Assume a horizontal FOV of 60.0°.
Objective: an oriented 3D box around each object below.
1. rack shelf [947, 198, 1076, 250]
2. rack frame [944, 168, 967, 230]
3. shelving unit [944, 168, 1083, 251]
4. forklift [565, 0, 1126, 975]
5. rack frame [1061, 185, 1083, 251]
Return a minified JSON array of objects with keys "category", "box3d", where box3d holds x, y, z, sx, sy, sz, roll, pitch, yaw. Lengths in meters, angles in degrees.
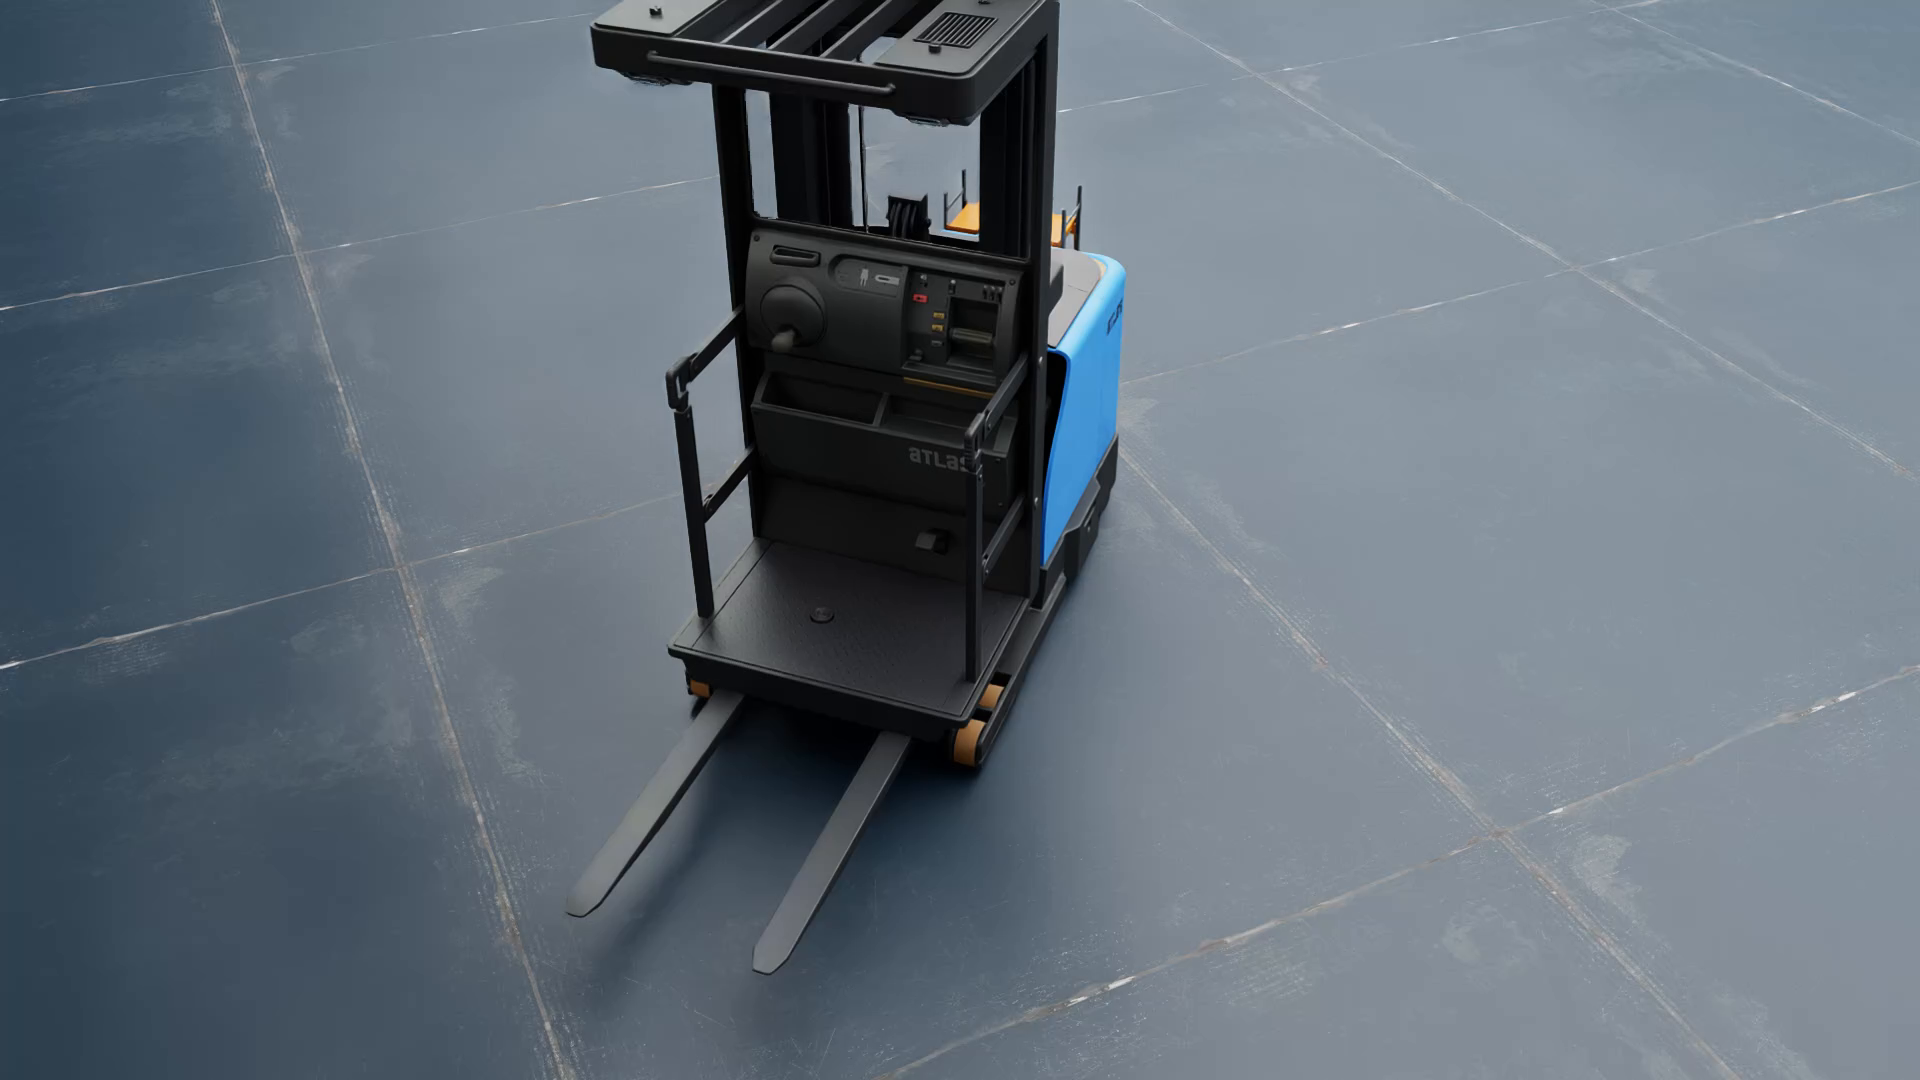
[{"category":"rack shelf","box3d":[0.213,-1.234,6.747,0.480,0.148,0.258,12,38,16]},{"category":"rack frame","box3d":[-0.017,-0.968,7.047,0.015,1.200,0.240,12,38,16]},{"category":"shelving unit","box3d":[0.213,-0.919,6.981,0.503,1.200,0.258,12,38,16]},{"category":"forklift","box3d":[-0.330,-0.680,5.207,1.130,2.935,3.031,12,38,16]},{"category":"rack frame","box3d":[0.443,-0.870,6.916,0.015,1.200,0.240,12,38,16]}]
